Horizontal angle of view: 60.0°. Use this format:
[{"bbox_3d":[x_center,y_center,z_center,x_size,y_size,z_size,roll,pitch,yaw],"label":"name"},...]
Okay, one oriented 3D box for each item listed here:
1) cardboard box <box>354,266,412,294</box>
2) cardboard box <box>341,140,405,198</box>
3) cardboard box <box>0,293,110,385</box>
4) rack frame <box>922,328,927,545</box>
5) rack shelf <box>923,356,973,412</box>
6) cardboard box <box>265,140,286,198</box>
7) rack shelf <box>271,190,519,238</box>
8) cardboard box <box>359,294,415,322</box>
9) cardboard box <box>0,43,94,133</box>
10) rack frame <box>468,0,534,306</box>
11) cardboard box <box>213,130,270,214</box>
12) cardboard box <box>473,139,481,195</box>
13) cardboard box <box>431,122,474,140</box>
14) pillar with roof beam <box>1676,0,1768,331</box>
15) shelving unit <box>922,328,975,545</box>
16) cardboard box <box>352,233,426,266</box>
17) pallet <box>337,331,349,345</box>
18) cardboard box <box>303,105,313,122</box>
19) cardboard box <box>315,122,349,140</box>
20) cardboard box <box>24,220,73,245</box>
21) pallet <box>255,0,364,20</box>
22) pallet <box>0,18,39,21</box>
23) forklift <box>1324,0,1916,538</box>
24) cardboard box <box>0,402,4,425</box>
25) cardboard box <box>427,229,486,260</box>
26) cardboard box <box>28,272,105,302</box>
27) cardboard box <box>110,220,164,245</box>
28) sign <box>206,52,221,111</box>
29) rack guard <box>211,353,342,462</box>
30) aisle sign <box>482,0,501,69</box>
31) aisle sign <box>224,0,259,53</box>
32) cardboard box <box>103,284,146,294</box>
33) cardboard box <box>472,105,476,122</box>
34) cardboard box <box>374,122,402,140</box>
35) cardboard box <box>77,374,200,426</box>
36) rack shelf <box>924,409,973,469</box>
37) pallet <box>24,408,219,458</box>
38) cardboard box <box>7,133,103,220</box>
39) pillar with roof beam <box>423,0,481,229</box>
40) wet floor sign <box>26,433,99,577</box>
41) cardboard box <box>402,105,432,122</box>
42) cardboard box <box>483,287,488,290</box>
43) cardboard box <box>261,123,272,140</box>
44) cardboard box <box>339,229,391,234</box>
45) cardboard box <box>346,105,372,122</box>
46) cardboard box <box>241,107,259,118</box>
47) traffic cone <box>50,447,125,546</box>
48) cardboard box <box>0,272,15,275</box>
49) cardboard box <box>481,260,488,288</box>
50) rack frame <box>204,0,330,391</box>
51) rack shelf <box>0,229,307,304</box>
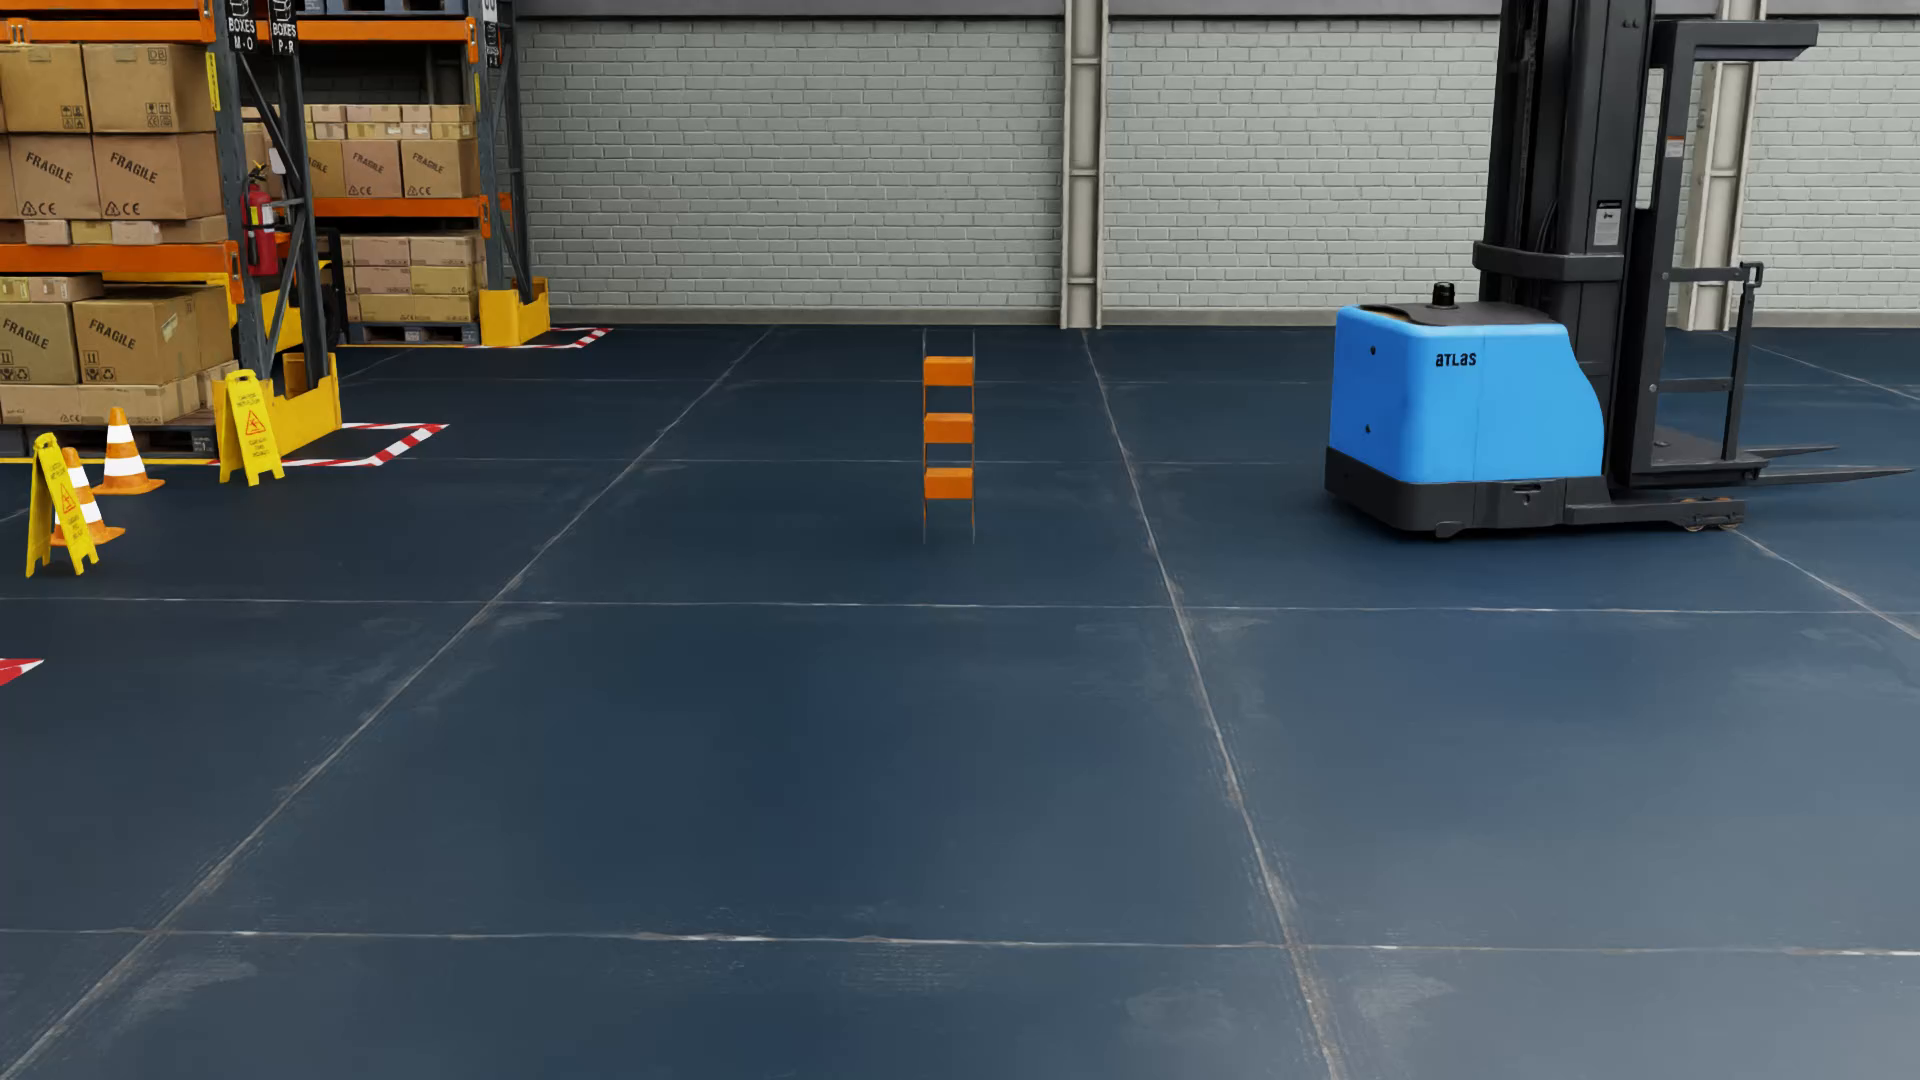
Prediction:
[{"bbox_3d":[-5.146,-2.383,15.078,0.500,0.250,0.500,0,15,1],"label":"cardboard box"},{"bbox_3d":[-5.167,-3.328,14.879,0.500,0.500,0.500,1,15,3],"label":"cardboard box"},{"bbox_3d":[-5.603,-1.250,10.293,0.500,0.500,0.500,1,15,4],"label":"cardboard box"},{"bbox_3d":[-0.175,-0.509,8.210,0.008,1.050,0.200,0,15,1],"label":"rack frame"},{"bbox_3d":[-0.053,-0.772,8.138,0.240,0.259,0.215,0,15,1],"label":"rack shelf"},{"bbox_3d":[-6.182,-3.332,14.893,0.500,0.500,0.500,0,15,2],"label":"cardboard box"},{"bbox_3d":[-6.149,-3.003,15.253,4.000,0.370,1.077,0,15,1],"label":"rack shelf"},{"bbox_3d":[-5.125,-2.140,15.137,0.500,0.250,0.500,0,15,1],"label":"cardboard box"},{"bbox_3d":[-5.295,-2.701,9.957,0.500,0.500,0.700,1,15,2],"label":"cardboard box"},{"bbox_3d":[-4.150,-3.338,15.112,0.127,3.000,1.000,0,15,1],"label":"rack frame"},{"bbox_3d":[-4.740,-2.338,10.543,0.500,0.500,0.500,0,15,1],"label":"cardboard box"},{"bbox_3d":[-4.638,-3.460,15.380,0.500,0.500,0.500,1,15,3],"label":"cardboard box"},{"bbox_3d":[-4.504,-3.631,14.754,0.250,0.149,0.380,1,15,2],"label":"cardboard box"},{"bbox_3d":[7.063,-5.297,10.777,0.400,9.000,9.100,0,15,1],"label":"pillar with roof beam"},{"bbox_3d":[-0.053,-0.508,8.207,0.252,1.050,0.215,0,15,1],"label":"shelving unit"},{"bbox_3d":[-5.129,-2.620,14.998,0.500,0.250,0.500,1,15,2],"label":"cardboard box"},{"bbox_3d":[-6.132,-1.993,15.479,1.213,0.211,1.003,0,15,1],"label":"pallet"},{"bbox_3d":[-5.792,-3.775,14.718,0.250,0.149,0.380,1,15,3],"label":"cardboard box"},{"bbox_3d":[-5.534,-3.636,14.775,0.250,0.149,0.380,0,15,0],"label":"cardboard box"},{"bbox_3d":[-5.422,-1.873,10.052,0.250,0.149,0.380,1,15,2],"label":"cardboard box"},{"bbox_3d":[-6.079,-4.764,14.810,1.213,0.211,1.003,0,15,1],"label":"pallet"},{"bbox_3d":[-9.031,-4.724,14.862,1.217,0.209,0.805,0,15,-1],"label":"pallet"},{"bbox_3d":[3.567,-1.590,8.622,3.031,2.935,1.130,-3,15,-10],"label":"forklift"},{"bbox_3d":[-6.129,-0.890,10.399,0.500,0.250,0.500,0,15,-1],"label":"cardboard box"},{"bbox_3d":[-4.626,-2.746,15.476,0.500,0.250,0.500,0,15,1],"label":"cardboard box"},{"bbox_3d":[-5.449,-1.546,10.145,0.250,0.149,0.380,1,15,3],"label":"cardboard box"},{"bbox_3d":[-4.909,-1.872,10.047,0.250,0.149,0.380,0,15,1],"label":"cardboard box"},{"bbox_3d":[-4.307,-2.643,9.590,0.005,0.325,0.100,0,15,1],"label":"sign"},{"bbox_3d":[-4.349,-0.864,10.635,0.348,0.500,1.175,0,15,1],"label":"rack guard"},{"bbox_3d":[-4.092,-4.520,14.495,0.004,0.787,0.394,0,15,1],"label":"aisle sign"},{"bbox_3d":[-4.219,-3.255,9.700,0.004,0.787,0.394,0,15,1],"label":"aisle sign"},{"bbox_3d":[-5.619,-1.386,10.811,0.500,0.500,0.500,0,15,-1],"label":"cardboard box"},{"bbox_3d":[-4.480,-3.900,15.193,0.250,0.149,0.380,0,15,0],"label":"cardboard box"},{"bbox_3d":[-5.018,-3.642,14.797,0.250,0.149,0.380,1,15,2],"label":"cardboard box"},{"bbox_3d":[-5.112,-0.882,10.372,0.500,0.250,0.500,0,15,1],"label":"cardboard box"},{"bbox_3d":[-0.053,-0.498,8.210,0.240,0.259,0.215,0,15,1],"label":"rack shelf"},{"bbox_3d":[-5.160,-0.739,10.726,1.213,0.211,1.003,0,15,1],"label":"pallet"},{"bbox_3d":[-5.323,-2.202,10.027,0.500,0.500,0.500,0,15,2],"label":"cardboard box"},{"bbox_3d":[-4.933,-5.375,11.074,0.400,9.000,9.100,0,15,1],"label":"pillar with roof beam"},{"bbox_3d":[-4.219,-0.175,7.740,0.232,0.644,0.267,-2,15,-8],"label":"wet floor sign"},{"bbox_3d":[-4.761,-3.786,14.760,0.250,0.149,0.380,0,15,2],"label":"cardboard box"},{"bbox_3d":[-4.636,-2.265,15.610,0.500,0.250,0.500,0,15,2],"label":"cardboard box"},{"bbox_3d":[-6.034,-3.658,14.855,0.250,0.149,0.380,0,15,1],"label":"cardboard box"},{"bbox_3d":[-5.625,-2.755,15.508,0.500,0.250,0.500,0,15,1],"label":"cardboard box"},{"bbox_3d":[-5.270,-3.801,14.818,0.250,0.149,0.380,0,15,2],"label":"cardboard box"},{"bbox_3d":[-6.298,-3.807,14.838,0.250,0.149,0.380,0,15,2],"label":"cardboard box"},{"bbox_3d":[-4.424,-0.234,8.320,0.334,0.463,0.336,0,15,1],"label":"traffic cone"},{"bbox_3d":[-5.964,-1.550,10.162,0.250,0.149,0.380,1,15,4],"label":"cardboard box"},{"bbox_3d":[-4.615,-2.509,15.558,0.500,0.250,0.500,1,15,2],"label":"cardboard box"},{"bbox_3d":[-4.273,-2.072,10.314,0.127,3.000,1.000,0,15,1],"label":"rack frame"},{"bbox_3d":[-6.273,-1.737,10.455,4.000,0.370,1.077,0,15,1],"label":"rack shelf"}]
